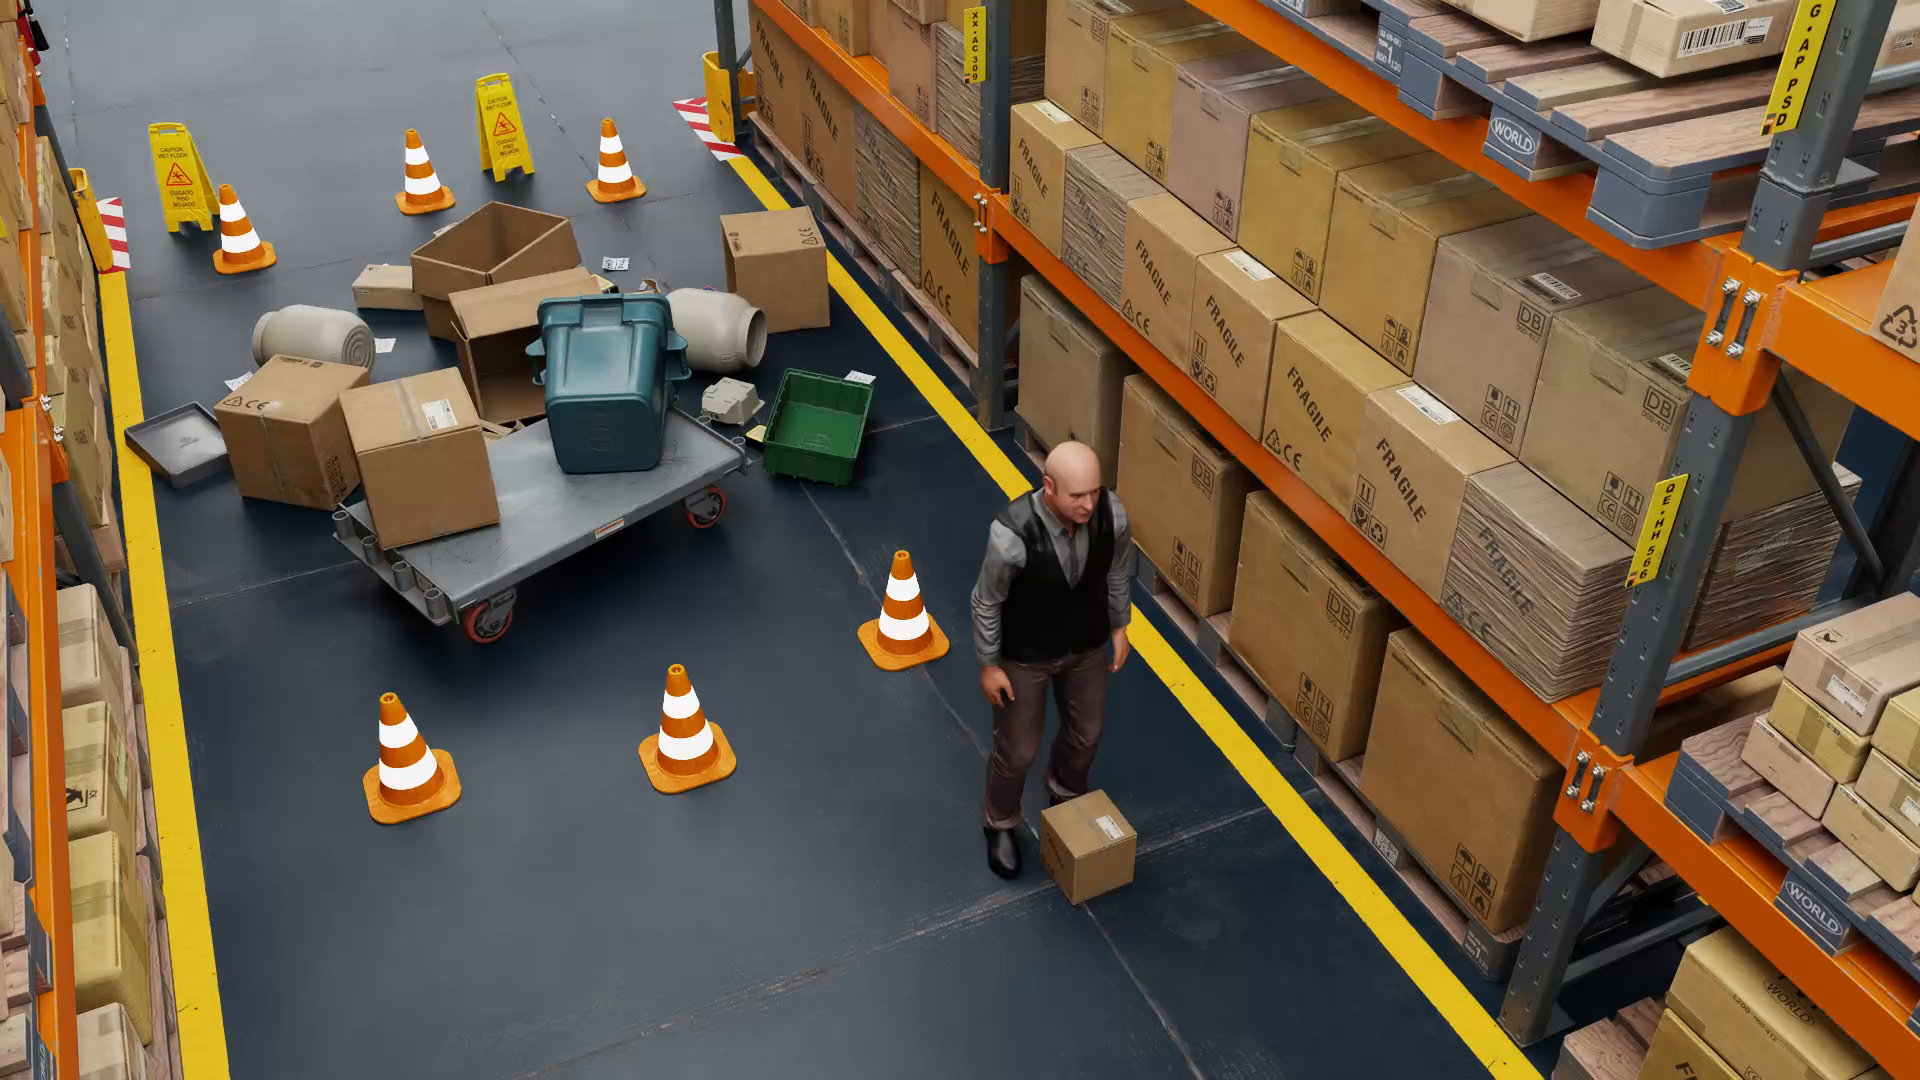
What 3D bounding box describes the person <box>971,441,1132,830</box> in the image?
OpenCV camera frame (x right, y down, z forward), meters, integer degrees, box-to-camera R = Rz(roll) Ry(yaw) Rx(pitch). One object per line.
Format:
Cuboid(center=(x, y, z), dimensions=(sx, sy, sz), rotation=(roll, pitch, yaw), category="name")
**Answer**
Cuboid(center=(0.305, 0.379, 5.705), dimensions=(0.580, 1.563, 0.407), rotation=(-15, 40, -19), category="person")
